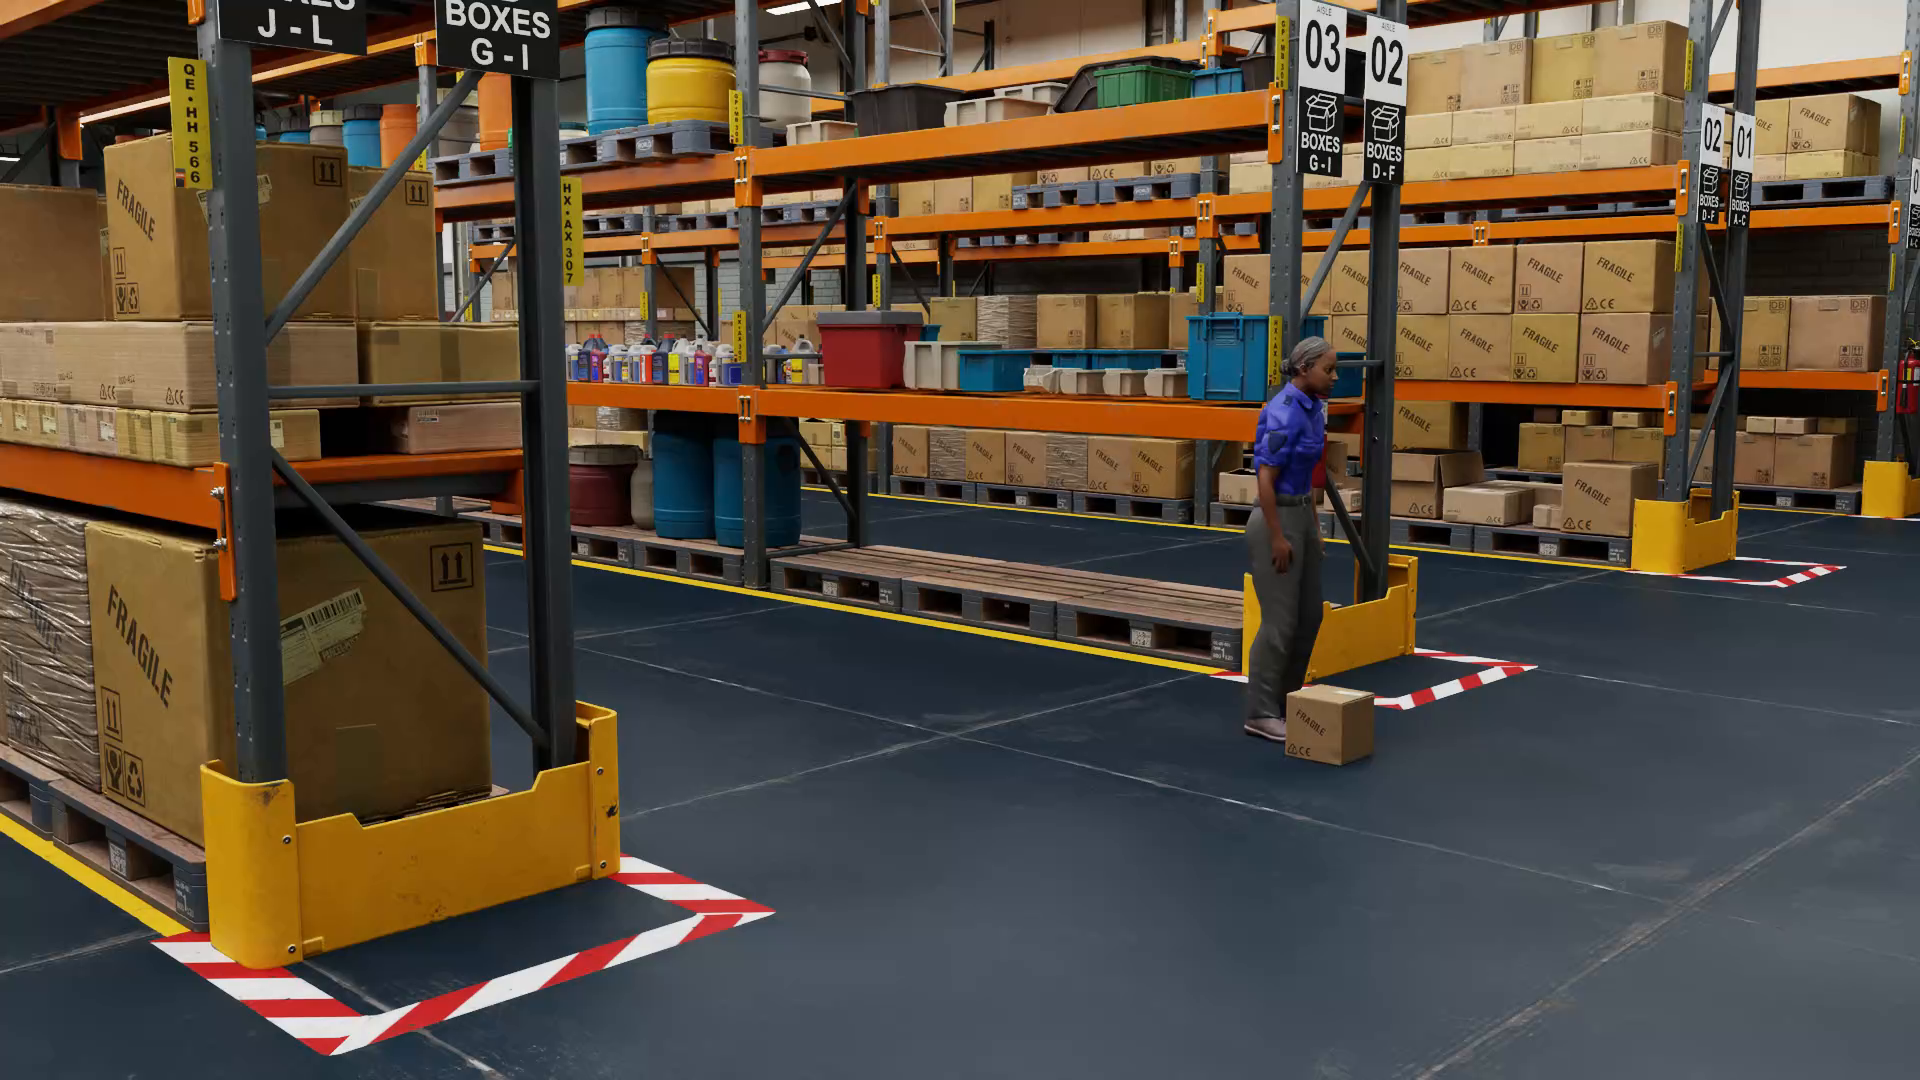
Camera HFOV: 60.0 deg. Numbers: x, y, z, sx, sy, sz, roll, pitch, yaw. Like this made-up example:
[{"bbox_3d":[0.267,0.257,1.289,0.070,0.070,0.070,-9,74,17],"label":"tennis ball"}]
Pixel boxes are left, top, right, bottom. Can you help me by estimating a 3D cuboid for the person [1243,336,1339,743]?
[{"bbox_3d":[1.385,-0.020,6.947,0.351,1.655,0.524,5,8,32],"label":"person"}]
